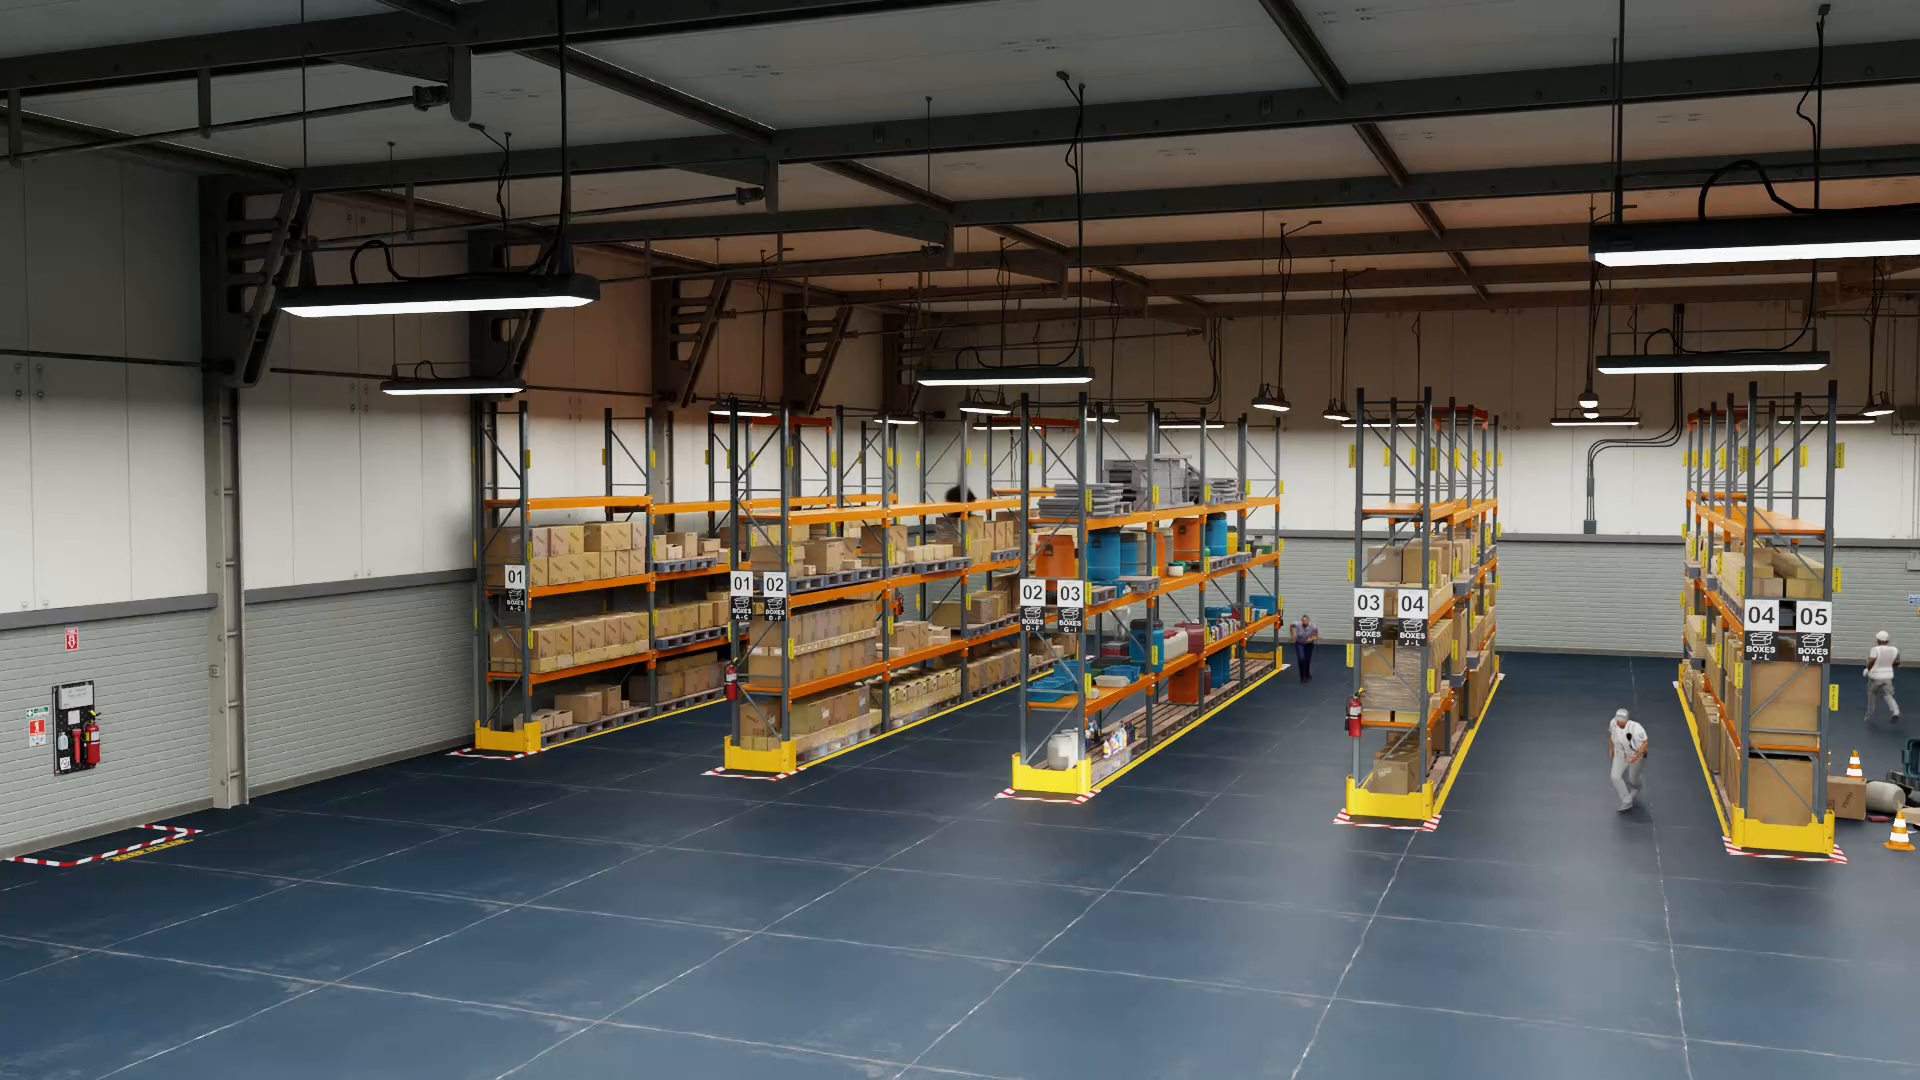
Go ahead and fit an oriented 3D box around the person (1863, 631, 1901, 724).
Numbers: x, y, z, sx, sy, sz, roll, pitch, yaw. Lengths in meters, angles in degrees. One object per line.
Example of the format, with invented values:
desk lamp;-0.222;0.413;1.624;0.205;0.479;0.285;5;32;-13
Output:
person;17.252;2.580;31.116;0.673;1.762;0.992;0;3;5

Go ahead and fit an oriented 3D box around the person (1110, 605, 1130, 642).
person;4.052;2.128;42.145;0.533;1.609;0.861;0;3;-1

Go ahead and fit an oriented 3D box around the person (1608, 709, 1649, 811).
person;9.610;3.113;23.828;0.599;1.483;1.104;2;4;40

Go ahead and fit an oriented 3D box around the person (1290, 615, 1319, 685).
person;7.724;2.445;37.271;0.648;1.608;0.928;1;3;13
